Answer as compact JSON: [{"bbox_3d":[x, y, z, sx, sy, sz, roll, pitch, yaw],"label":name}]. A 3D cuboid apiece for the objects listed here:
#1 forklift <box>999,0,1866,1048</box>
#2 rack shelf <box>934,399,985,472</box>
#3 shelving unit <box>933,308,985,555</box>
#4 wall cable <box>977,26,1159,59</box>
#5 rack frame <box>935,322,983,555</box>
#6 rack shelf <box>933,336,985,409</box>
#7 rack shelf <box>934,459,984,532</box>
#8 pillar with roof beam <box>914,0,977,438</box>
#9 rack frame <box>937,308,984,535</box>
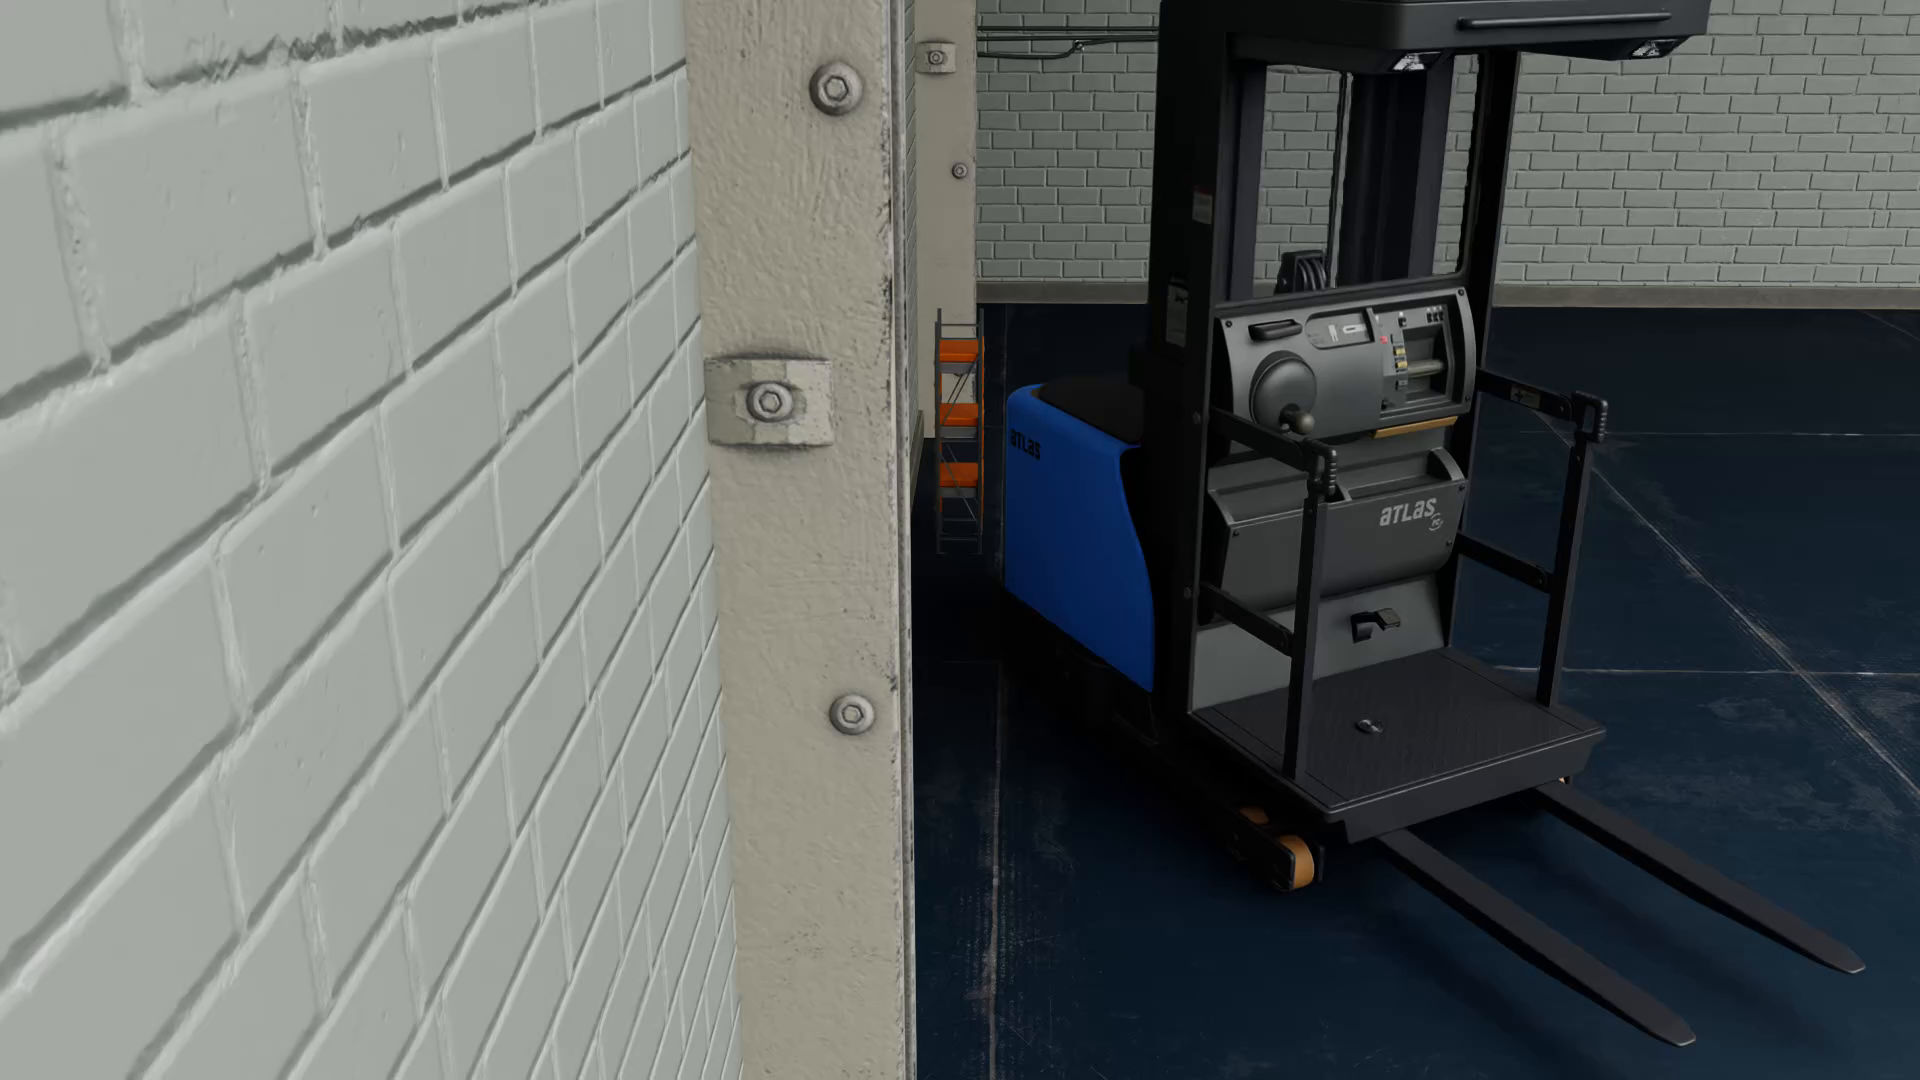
[{"bbox_3d":[1.276,-0.520,4.818,1.130,2.935,3.031,-11,24,-25],"label":"forklift"},{"bbox_3d":[-0.002,-0.460,7.293,0.215,0.259,0.240,1,21,2],"label":"rack shelf"},{"bbox_3d":[-0.002,-0.470,7.289,0.215,1.050,0.252,1,21,2],"label":"shelving unit"},{"bbox_3d":[1.339,-4.421,10.776,3.097,2.526,0.112,1,21,2],"label":"wall cable"},{"bbox_3d":[-0.005,-0.426,7.175,0.200,1.050,0.008,1,21,2],"label":"rack frame"},{"bbox_3d":[-0.002,-0.725,7.190,0.215,0.259,0.240,1,21,2],"label":"rack shelf"},{"bbox_3d":[-0.002,-0.201,7.394,0.215,0.259,0.240,1,21,2],"label":"rack shelf"},{"bbox_3d":[4.231,-4.771,7.384,9.100,9.000,0.400,1,21,2],"label":"pillar with roof beam"},{"bbox_3d":[0.002,-0.514,7.403,0.200,1.050,0.008,1,21,2],"label":"rack frame"}]
